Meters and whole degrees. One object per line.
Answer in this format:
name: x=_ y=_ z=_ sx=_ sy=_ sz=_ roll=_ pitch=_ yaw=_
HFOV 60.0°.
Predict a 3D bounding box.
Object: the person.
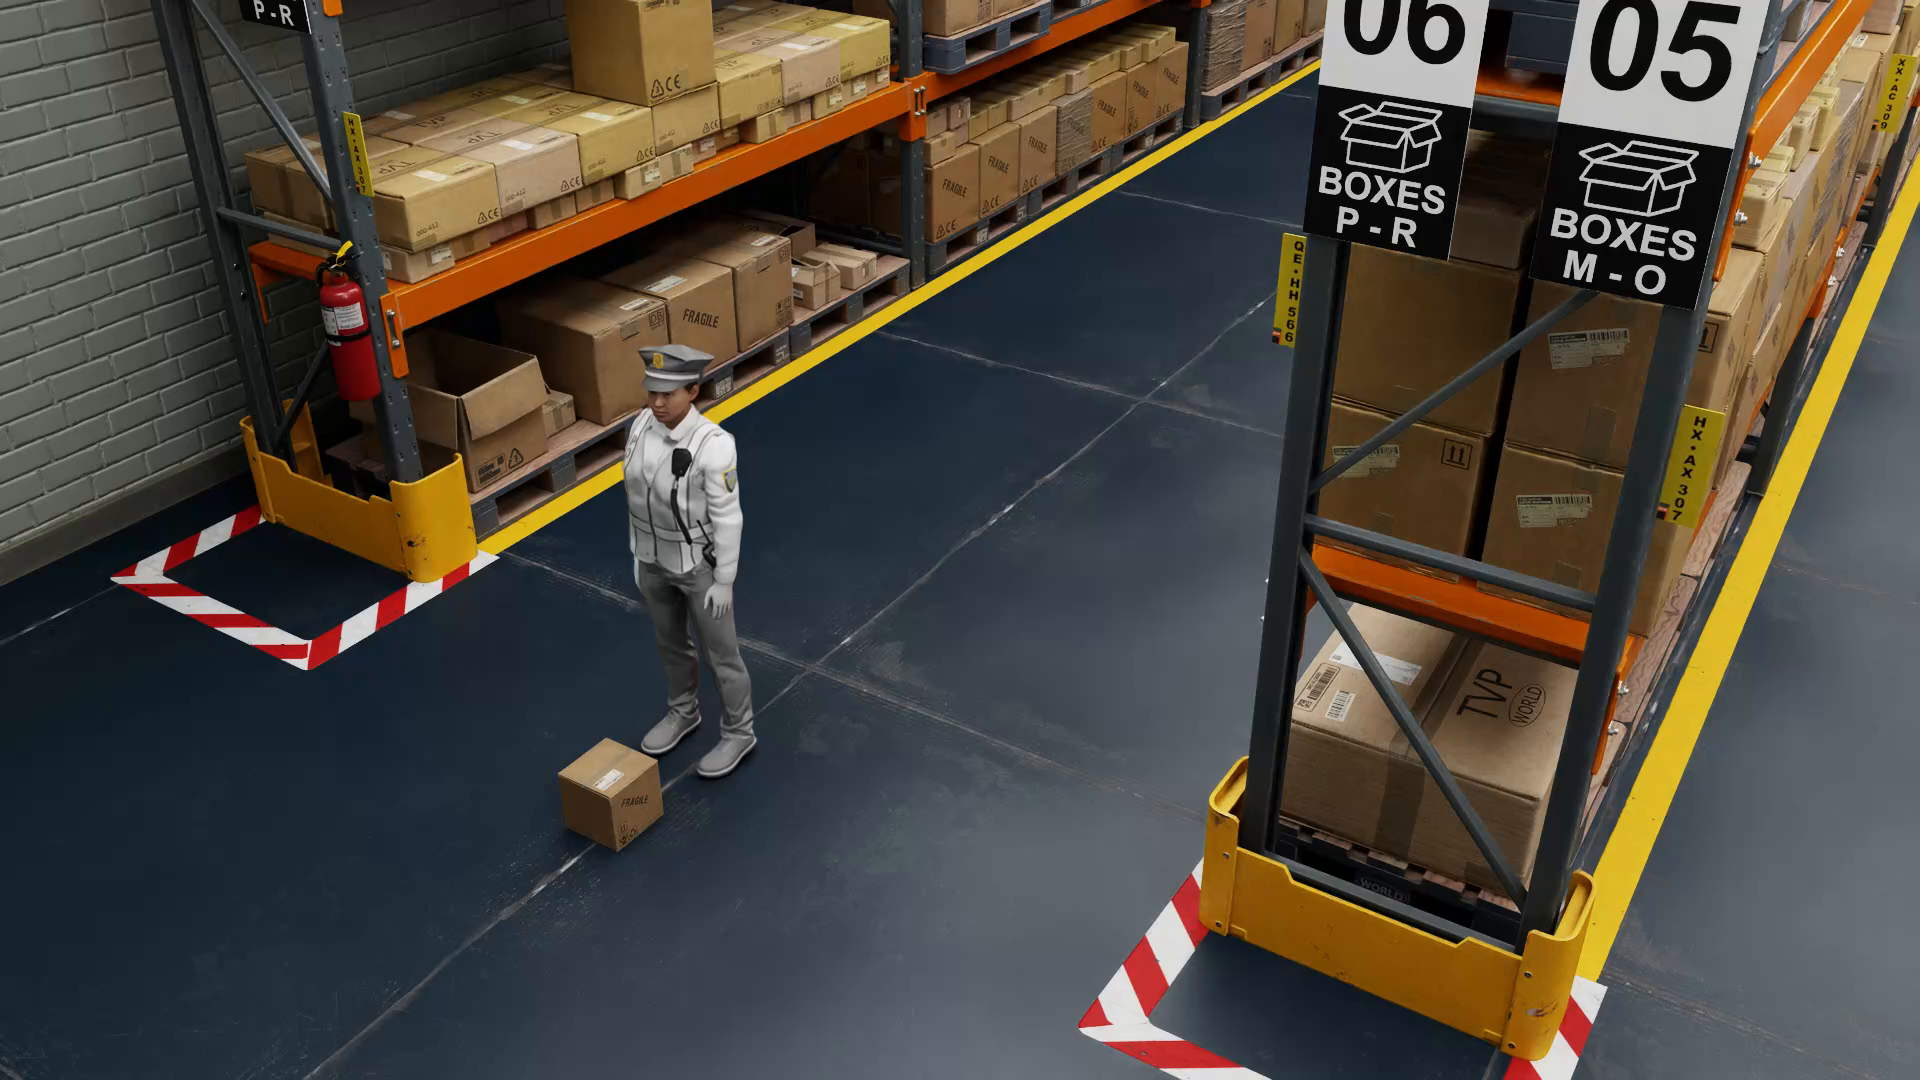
person: x=-0.977 y=0.076 z=5.955 sx=0.479 sy=1.687 sz=0.345 roll=18 pitch=35 yaw=28
